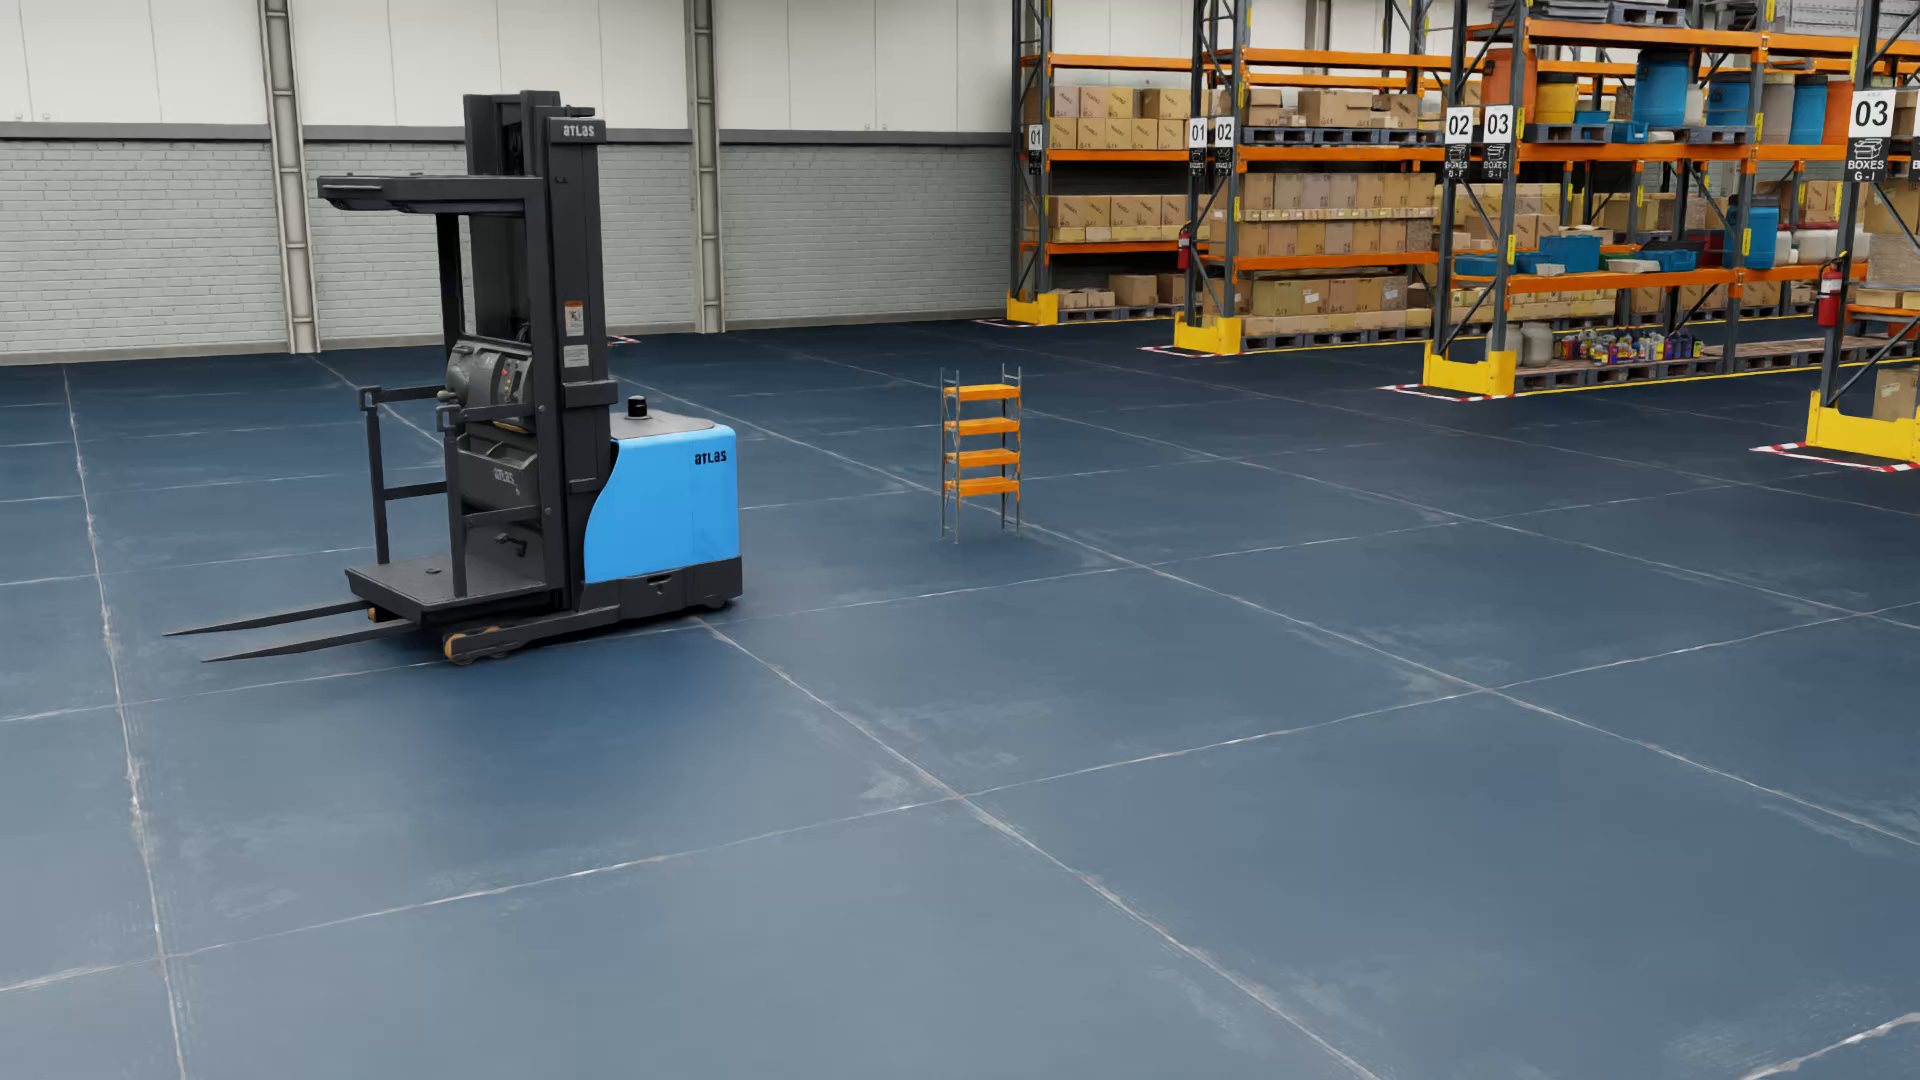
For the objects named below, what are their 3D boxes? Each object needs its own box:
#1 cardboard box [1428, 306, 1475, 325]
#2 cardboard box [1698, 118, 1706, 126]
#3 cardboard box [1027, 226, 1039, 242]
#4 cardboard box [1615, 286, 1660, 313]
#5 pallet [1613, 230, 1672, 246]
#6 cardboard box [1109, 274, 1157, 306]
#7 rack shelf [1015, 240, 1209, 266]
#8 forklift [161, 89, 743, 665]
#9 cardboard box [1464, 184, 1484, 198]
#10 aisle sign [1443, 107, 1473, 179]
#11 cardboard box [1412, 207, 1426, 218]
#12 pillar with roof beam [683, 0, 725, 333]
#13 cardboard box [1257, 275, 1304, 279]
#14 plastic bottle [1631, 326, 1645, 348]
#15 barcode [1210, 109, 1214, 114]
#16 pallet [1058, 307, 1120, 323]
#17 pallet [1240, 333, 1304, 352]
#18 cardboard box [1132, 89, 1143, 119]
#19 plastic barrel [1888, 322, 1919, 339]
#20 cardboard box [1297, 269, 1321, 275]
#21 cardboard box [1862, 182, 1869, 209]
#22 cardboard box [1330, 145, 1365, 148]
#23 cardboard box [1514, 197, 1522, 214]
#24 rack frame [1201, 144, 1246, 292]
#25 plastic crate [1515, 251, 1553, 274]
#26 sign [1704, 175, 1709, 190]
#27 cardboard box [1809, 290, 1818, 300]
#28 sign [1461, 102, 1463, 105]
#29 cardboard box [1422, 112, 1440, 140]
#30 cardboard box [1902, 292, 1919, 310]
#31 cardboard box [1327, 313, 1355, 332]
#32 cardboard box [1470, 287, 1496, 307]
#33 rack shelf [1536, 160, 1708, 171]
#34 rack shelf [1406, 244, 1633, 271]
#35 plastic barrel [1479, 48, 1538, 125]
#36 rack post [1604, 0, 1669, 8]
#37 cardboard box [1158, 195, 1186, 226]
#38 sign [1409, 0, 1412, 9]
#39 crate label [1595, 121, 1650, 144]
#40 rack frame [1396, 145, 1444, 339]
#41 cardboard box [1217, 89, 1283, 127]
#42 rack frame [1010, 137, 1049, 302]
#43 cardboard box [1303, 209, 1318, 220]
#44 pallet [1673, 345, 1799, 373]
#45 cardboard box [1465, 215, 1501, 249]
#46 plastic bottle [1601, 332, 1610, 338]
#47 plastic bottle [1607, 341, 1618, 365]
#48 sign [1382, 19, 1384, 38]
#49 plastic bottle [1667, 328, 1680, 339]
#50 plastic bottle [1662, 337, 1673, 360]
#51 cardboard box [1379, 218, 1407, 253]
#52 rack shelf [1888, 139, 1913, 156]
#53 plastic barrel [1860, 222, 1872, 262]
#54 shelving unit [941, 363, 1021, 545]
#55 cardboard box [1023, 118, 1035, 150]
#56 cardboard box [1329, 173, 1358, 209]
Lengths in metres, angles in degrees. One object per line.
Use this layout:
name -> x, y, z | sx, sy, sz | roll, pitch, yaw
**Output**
cardboard box -> 7.502, -3.445, 25.392 | 0.500, 0.250, 0.500 | -7, 15, -29
cardboard box -> 11.812, -6.681, 27.404 | 0.500, 0.500, 0.910 | -7, 14, -28
cardboard box -> 1.459, -5.144, 27.929 | 0.500, 0.250, 0.500 | -7, 14, -27
cardboard box -> 11.077, -3.996, 27.224 | 0.500, 0.500, 0.500 | -6, 14, -25
pallet -> 11.102, -4.999, 27.428 | 1.003, 0.211, 1.213 | -7, 14, -28
cardboard box -> 2.961, -4.299, 28.570 | 0.500, 0.500, 0.700 | -8, 15, -31
rack shelf -> 2.897, -4.980, 28.544 | 4.000, 0.370, 1.077 | -7, 14, -28
forklift -> -2.727, -0.904, 8.949 | 3.031, 2.935, 1.130 | -11, 17, -40
cardboard box -> 9.594, -6.640, 31.622 | 0.500, 0.250, 0.500 | -7, 14, -27
aisle sign -> 5.683, -4.529, 18.982 | 0.004, 0.787, 0.394 | -7, 14, -28
cardboard box -> 6.676, -4.857, 24.653 | 0.250, 0.149, 0.380 | -7, 15, -29
pillar with roof beam -> -1.862, -6.827, 21.449 | 0.400, 9.000, 9.100 | -7, 14, -28
cardboard box -> 4.718, -3.617, 24.449 | 0.500, 0.500, 0.500 | -7, 14, -28
plastic bottle -> 8.562, -2.522, 21.014 | 0.185, 0.351, 0.144 | -7, 14, -28
barcode -> 3.553, -6.038, 23.451 | 0.075, 0.075, 0.001 | -7, 14, -28
pallet -> 1.939, -3.847, 28.222 | 1.213, 0.211, 1.003 | -7, 14, -28
pallet -> 4.170, -2.895, 23.990 | 1.213, 0.211, 1.003 | -7, 14, -28
cardboard box -> 2.757, -7.385, 28.208 | 0.500, 0.500, 0.500 | -7, 14, -28
plastic barrel -> 13.332, -3.254, 23.222 | 0.708, 0.830, 0.600 | -7, 14, -28
cardboard box -> 6.188, -4.727, 30.473 | 0.500, 0.500, 0.700 | -7, 14, -27
cardboard box -> 15.957, -6.124, 29.482 | 0.500, 0.500, 0.500 | -6, 14, -26
cardboard box -> 6.982, -7.367, 30.401 | 0.637, 0.503, 0.797 | -5, 14, -20
cardboard box -> 10.502, -6.383, 32.188 | 0.500, 0.500, 0.500 | -7, 14, -28
rack frame -> 4.653, -5.541, 29.400 | 0.127, 3.000, 1.000 | -7, 14, -28
plastic crate -> 6.758, -3.316, 19.852 | 0.408, 0.251, 0.499 | -7, 14, -28
sign -> 15.434, -7.378, 34.385 | 0.005, 0.325, 0.100 | -7, 14, -28
cardboard box -> 15.278, -4.357, 29.586 | 0.250, 0.166, 0.380 | -7, 14, -28
sign -> 7.297, -6.235, 24.291 | 0.005, 0.325, 0.100 | -7, 14, -28
cardboard box -> 8.554, -7.750, 31.153 | 0.500, 0.500, 0.700 | -8, 15, -32
cardboard box -> 8.626, -2.118, 14.762 | 0.250, 0.149, 0.380 | -7, 14, -28
cardboard box -> 5.413, -3.201, 24.306 | 0.500, 0.250, 0.500 | -7, 14, -28
cardboard box -> 7.954, -3.771, 25.564 | 0.500, 0.311, 0.500 | -7, 14, -29
rack shelf -> 13.430, -7.706, 33.824 | 4.000, 0.370, 1.077 | -7, 14, -28
rack shelf -> 8.785, -4.447, 26.174 | 4.000, 0.370, 1.077 | -7, 14, -28
plastic barrel -> 6.255, -5.165, 18.960 | 0.708, 0.830, 0.600 | -7, 14, -28
rack post -> 7.575, -6.311, 19.329 | 0.954, 0.300, 0.937 | -7, 15, -29
cardboard box -> 3.504, -5.630, 28.382 | 0.500, 0.500, 0.500 | -7, 15, -29
sign -> 6.759, -8.112, 24.849 | 0.005, 0.325, 0.100 | -7, 14, -28
crate label -> 7.690, -4.735, 19.326 | 0.408, 0.251, 0.502 | -7, 14, -28
rack frame -> 7.030, -4.587, 25.160 | 0.127, 3.000, 1.000 | -7, 14, -28
cardboard box -> 4.025, -6.013, 23.153 | 0.637, 0.503, 0.797 | -6, 14, -24
rack frame -> 1.142, -5.121, 27.530 | 0.127, 3.000, 1.000 | -7, 14, -28
cardboard box -> 4.872, -4.640, 23.691 | 0.250, 0.149, 0.380 | -7, 15, -30
pallet -> 10.071, -2.362, 21.623 | 1.213, 0.211, 1.003 | -7, 14, -28
cardboard box -> 8.174, -4.769, 25.740 | 0.500, 0.500, 0.500 | -6, 14, -24
plastic bottle -> 8.162, -2.487, 21.015 | 0.133, 0.283, 0.061 | -6, 14, -25
plastic bottle -> 7.837, -2.252, 19.968 | 0.133, 0.283, 0.061 | -7, 14, -27
sign -> 7.895, -9.529, 30.965 | 0.005, 0.325, 0.100 | -7, 14, -28
plastic bottle -> 8.904, -2.459, 20.735 | 0.185, 0.351, 0.144 | -7, 14, -28
plastic bottle -> 8.681, -2.353, 20.417 | 0.133, 0.283, 0.061 | -6, 14, -24
cardboard box -> 6.183, -4.531, 24.684 | 0.500, 0.500, 0.700 | -7, 14, -28
rack shelf -> 10.018, -3.580, 15.490 | 4.000, 0.370, 1.077 | -7, 14, -28
plastic barrel -> 12.110, -3.958, 22.110 | 0.421, 0.512, 0.421 | 0, 13, 0
shelving unit -> 0.145, -0.603, 11.555 | 0.503, 1.200, 0.258 | -7, 14, -28
cardboard box -> 1.387, -6.735, 27.600 | 0.500, 0.500, 0.500 | -6, 14, -24
cardboard box -> 5.322, -5.063, 24.090 | 0.500, 0.500, 0.700 | -7, 14, -28
